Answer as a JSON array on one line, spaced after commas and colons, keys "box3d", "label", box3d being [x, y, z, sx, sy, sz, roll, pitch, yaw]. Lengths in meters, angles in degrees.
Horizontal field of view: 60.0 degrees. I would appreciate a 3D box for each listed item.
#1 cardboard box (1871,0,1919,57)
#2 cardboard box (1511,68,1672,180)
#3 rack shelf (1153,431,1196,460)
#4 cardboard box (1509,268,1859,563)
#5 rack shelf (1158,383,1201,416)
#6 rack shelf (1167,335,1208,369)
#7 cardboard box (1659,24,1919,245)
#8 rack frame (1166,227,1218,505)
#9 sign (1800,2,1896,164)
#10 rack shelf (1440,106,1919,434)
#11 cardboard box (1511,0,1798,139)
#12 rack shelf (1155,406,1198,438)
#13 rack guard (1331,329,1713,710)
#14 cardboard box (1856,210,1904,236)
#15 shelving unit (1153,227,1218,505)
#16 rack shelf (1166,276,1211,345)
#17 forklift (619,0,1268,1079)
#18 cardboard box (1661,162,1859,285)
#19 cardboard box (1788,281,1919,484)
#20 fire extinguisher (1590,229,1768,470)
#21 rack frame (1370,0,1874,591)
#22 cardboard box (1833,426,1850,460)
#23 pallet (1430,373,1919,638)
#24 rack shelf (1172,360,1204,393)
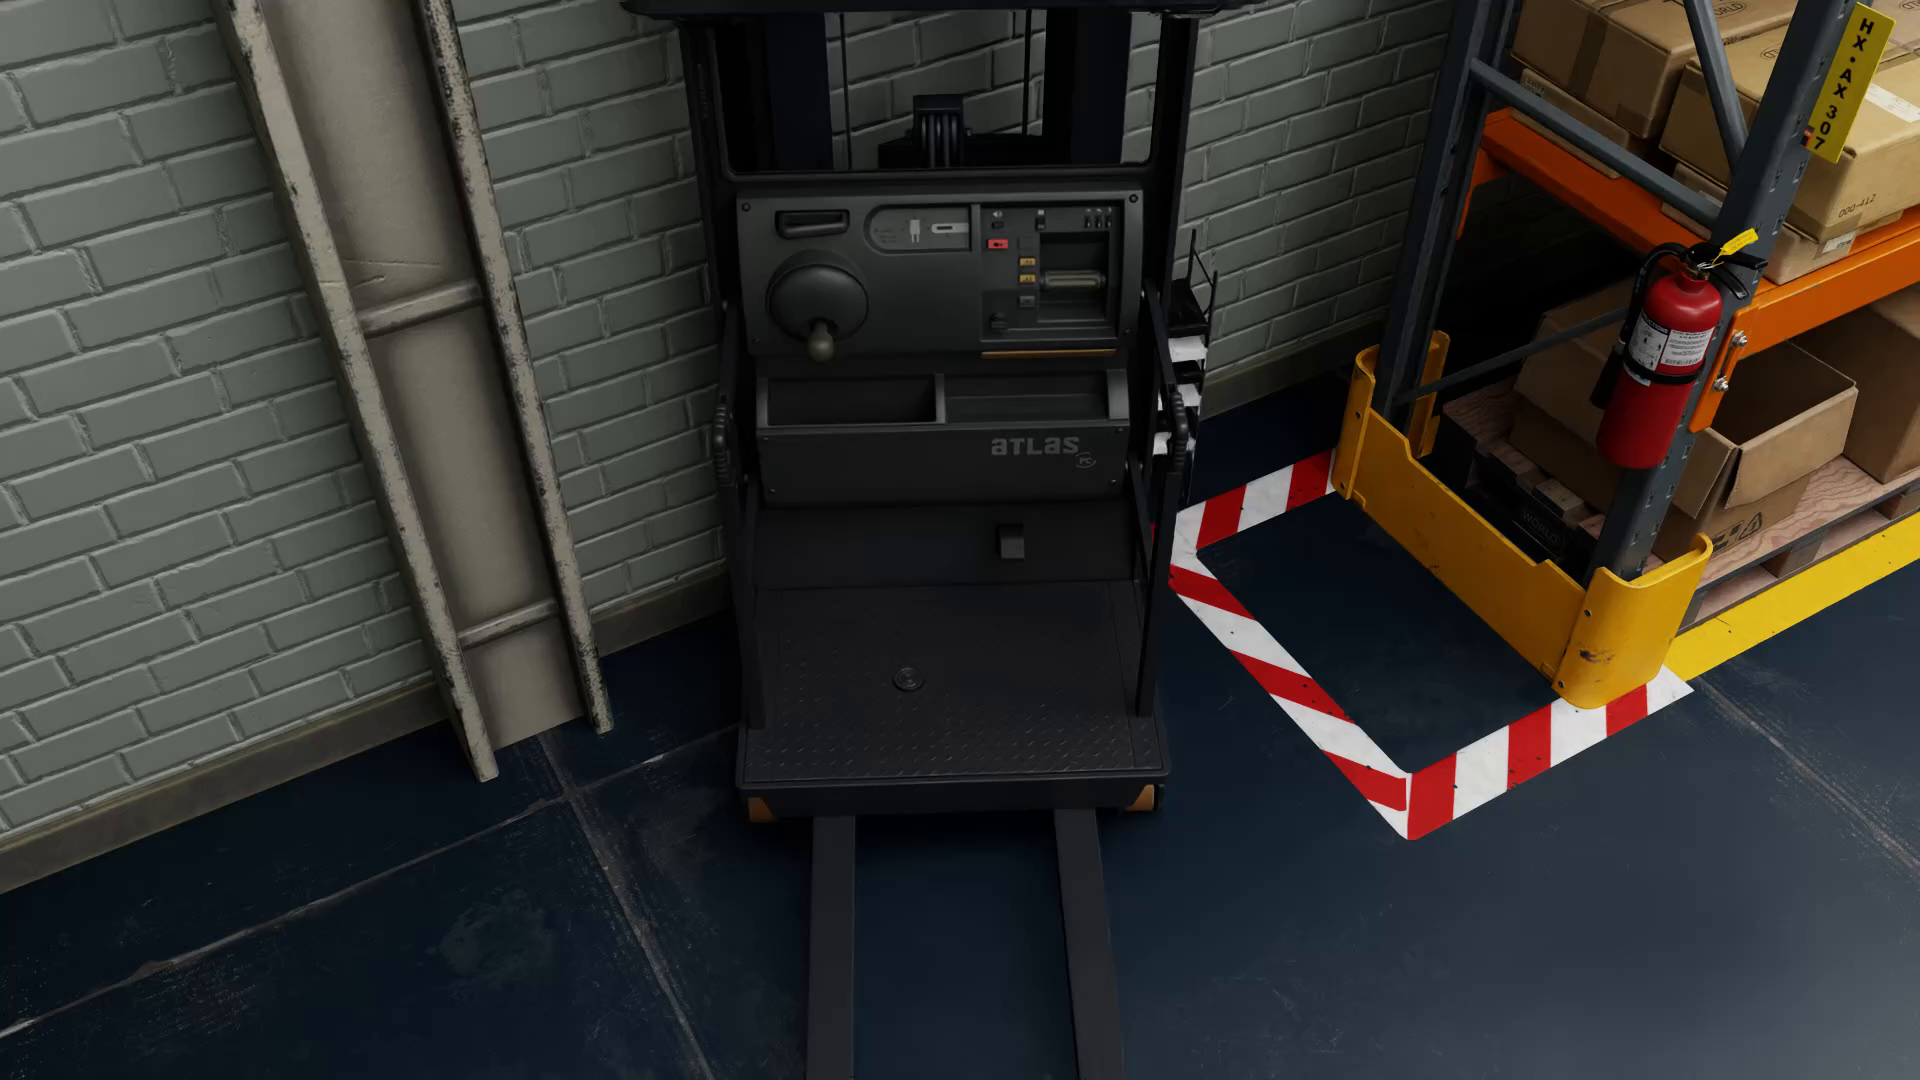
[{"box3d": [2.529, -1.184, 4.210, 0.500, 0.250, 0.500, -21, 48, -21], "label": "cardboard box"}, {"box3d": [1.718, -1.148, 4.460, 0.250, 0.149, 0.380, -22, 48, -21], "label": "cardboard box"}, {"box3d": [0.612, -0.351, 5.272, 0.200, 0.077, 0.258, -7, 45, -8], "label": "rack shelf"}, {"box3d": [2.142, -0.371, 4.970, 0.637, 0.503, 0.797, -24, 49, -22], "label": "cardboard box"}, {"box3d": [0.612, -0.480, 5.146, 0.200, 0.077, 0.258, -7, 45, -8], "label": "rack shelf"}, {"box3d": [0.612, -0.610, 5.021, 0.200, 0.077, 0.258, -7, 45, -8], "label": "rack shelf"}, {"box3d": [2.092, -1.009, 4.030, 0.500, 0.250, 0.500, -22, 48, -21], "label": "cardboard box"}, {"box3d": [0.712, -0.517, 5.137, 0.006, 0.900, 0.240, -7, 45, -8], "label": "rack frame"}, {"box3d": [1.834, -0.944, 3.448, 0.005, 0.325, 0.100, -22, 48, -21], "label": "sign"}, {"box3d": [3.298, -1.397, 5.052, 4.000, 0.370, 1.077, -22, 48, -21], "label": "rack shelf"}, {"box3d": [1.831, -1.334, 4.365, 0.500, 0.250, 0.500, -20, 48, -20], "label": "cardboard box"}, {"box3d": [0.612, -0.416, 5.209, 0.200, 0.077, 0.258, -7, 45, -8], "label": "rack shelf"}, {"box3d": [1.630, -0.091, 4.985, 0.348, 0.500, 1.175, -22, 48, -21], "label": "rack guard"}, {"box3d": [2.183, -0.936, 4.241, 0.250, 0.149, 0.380, -21, 48, -20], "label": "cardboard box"}, {"box3d": [0.612, -0.504, 5.123, 0.210, 0.900, 0.258, -7, 45, -8], "label": "shelving unit"}, {"box3d": [0.612, -0.674, 4.959, 0.200, 0.077, 0.258, -7, 45, -8], "label": "rack shelf"}, {"box3d": [-0.033, -0.527, 3.689, 1.130, 2.935, 3.031, -2, 44, -2], "label": "forklift"}, {"box3d": [1.986, -0.820, 4.121, 0.250, 0.149, 0.380, -22, 48, -21], "label": "cardboard box"}, {"box3d": [2.902, -0.643, 5.252, 0.500, 0.500, 0.700, -20, 48, -19], "label": "cardboard box"}, {"box3d": [1.667, -0.470, 3.903, 0.183, 0.674, 0.296, -22, 48, -21], "label": "fire extinguisher"}, {"box3d": [1.564, -0.961, 4.087, 0.127, 3.000, 1.000, -22, 48, -21], "label": "rack frame"}, {"box3d": [2.529, -0.368, 5.221, 0.250, 0.149, 0.380, -24, 49, -22], "label": "cardboard box"}, {"box3d": [2.321, -0.264, 5.371, 1.213, 0.211, 1.003, -22, 48, -21], "label": "pallet"}, {"box3d": [0.612, -0.545, 5.084, 0.200, 0.077, 0.258, -7, 45, -8], "label": "rack shelf"}]
